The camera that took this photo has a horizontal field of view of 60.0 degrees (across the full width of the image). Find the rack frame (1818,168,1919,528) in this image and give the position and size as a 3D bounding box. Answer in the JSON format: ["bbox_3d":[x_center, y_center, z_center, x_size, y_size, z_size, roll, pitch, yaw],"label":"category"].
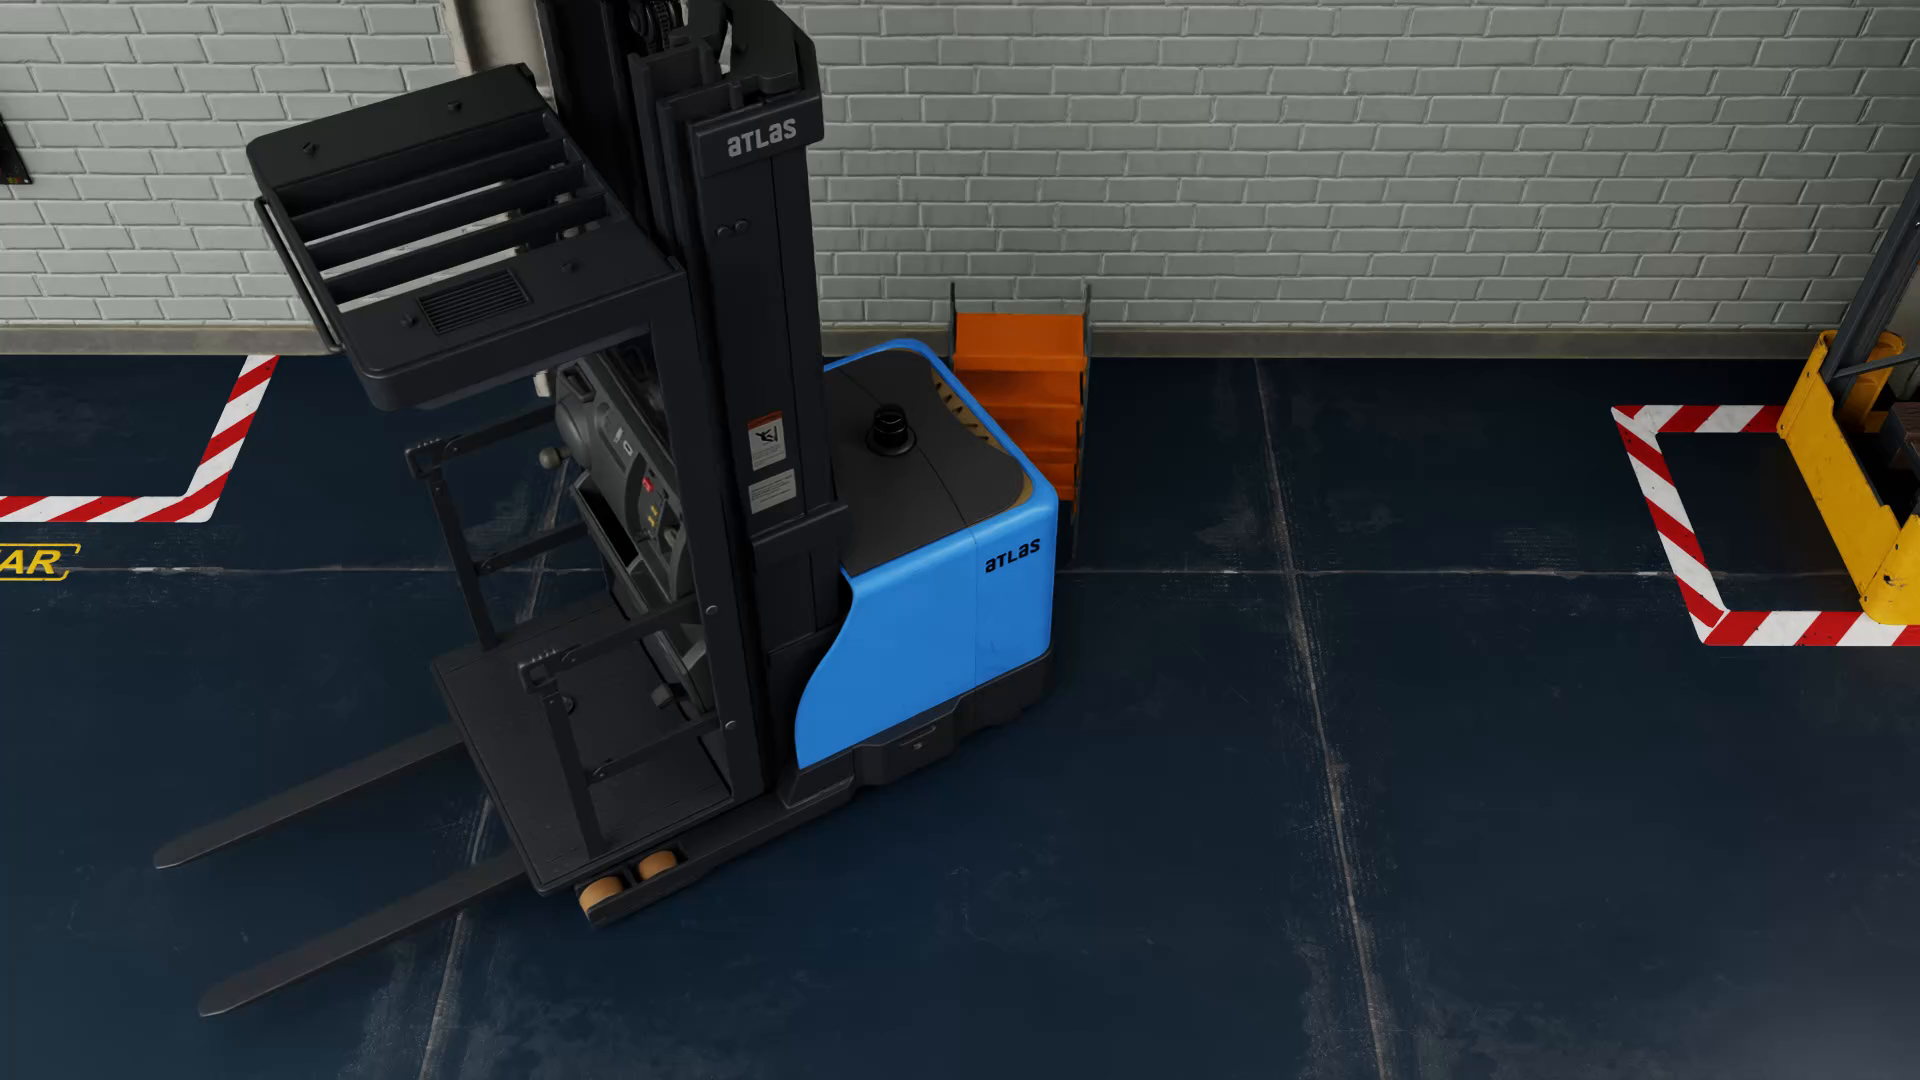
[{"bbox_3d":[3.629,-1.121,5.745,0.127,3.000,1.000,0,47,0],"label":"rack frame"}]

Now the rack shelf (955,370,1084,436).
[{"bbox_3d":[0.215,-0.533,6.213,0.480,0.148,0.258,1,47,1],"label":"rack shelf"}]

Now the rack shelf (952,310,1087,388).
[{"bbox_3d":[0.215,-0.694,6.040,0.480,0.148,0.258,1,47,1],"label":"rack shelf"}]

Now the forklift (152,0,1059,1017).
[{"bbox_3d":[-1.190,-0.163,4.900,3.031,2.935,1.130,-24,51,-20],"label":"forklift"}]

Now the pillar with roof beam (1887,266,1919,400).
[{"bbox_3d":[4.317,-0.645,1.203,0.400,9.000,9.100,0,47,0],"label":"pillar with roof beam"}]

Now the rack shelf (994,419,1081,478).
[{"bbox_3d":[0.215,-0.381,6.377,0.480,0.148,0.258,1,47,1],"label":"rack shelf"}]

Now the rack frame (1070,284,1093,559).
[{"bbox_3d":[0.459,-0.422,6.323,0.015,1.200,0.240,1,47,1],"label":"rack frame"}]

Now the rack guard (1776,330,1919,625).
[{"bbox_3d":[3.705,-0.269,6.659,0.348,0.500,1.175,0,47,0],"label":"rack guard"}]

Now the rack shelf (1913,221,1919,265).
[{"bbox_3d":[5.629,-0.871,6.003,4.000,0.370,1.077,0,47,0],"label":"rack shelf"}]

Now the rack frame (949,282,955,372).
[{"bbox_3d":[-0.029,-0.431,6.332,0.015,1.200,0.240,1,47,1],"label":"rack frame"}]

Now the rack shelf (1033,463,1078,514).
[{"bbox_3d":[0.215,-0.245,6.522,0.480,0.148,0.258,1,47,1],"label":"rack shelf"}]

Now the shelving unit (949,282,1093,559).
[{"bbox_3d":[0.215,-0.427,6.327,0.503,1.200,0.258,1,47,1],"label":"shelving unit"}]

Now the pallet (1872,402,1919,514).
[{"bbox_3d":[4.518,-0.143,6.739,1.213,0.211,1.003,0,47,0],"label":"pallet"}]

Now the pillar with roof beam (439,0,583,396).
[{"bbox_3d":[-1.683,-0.662,1.218,0.400,9.000,9.100,0,47,0],"label":"pillar with roof beam"}]

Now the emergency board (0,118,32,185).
[{"bbox_3d":[-4.138,-1.804,6.380,0.643,1.169,0.194,0,47,0],"label":"emergency board"}]
